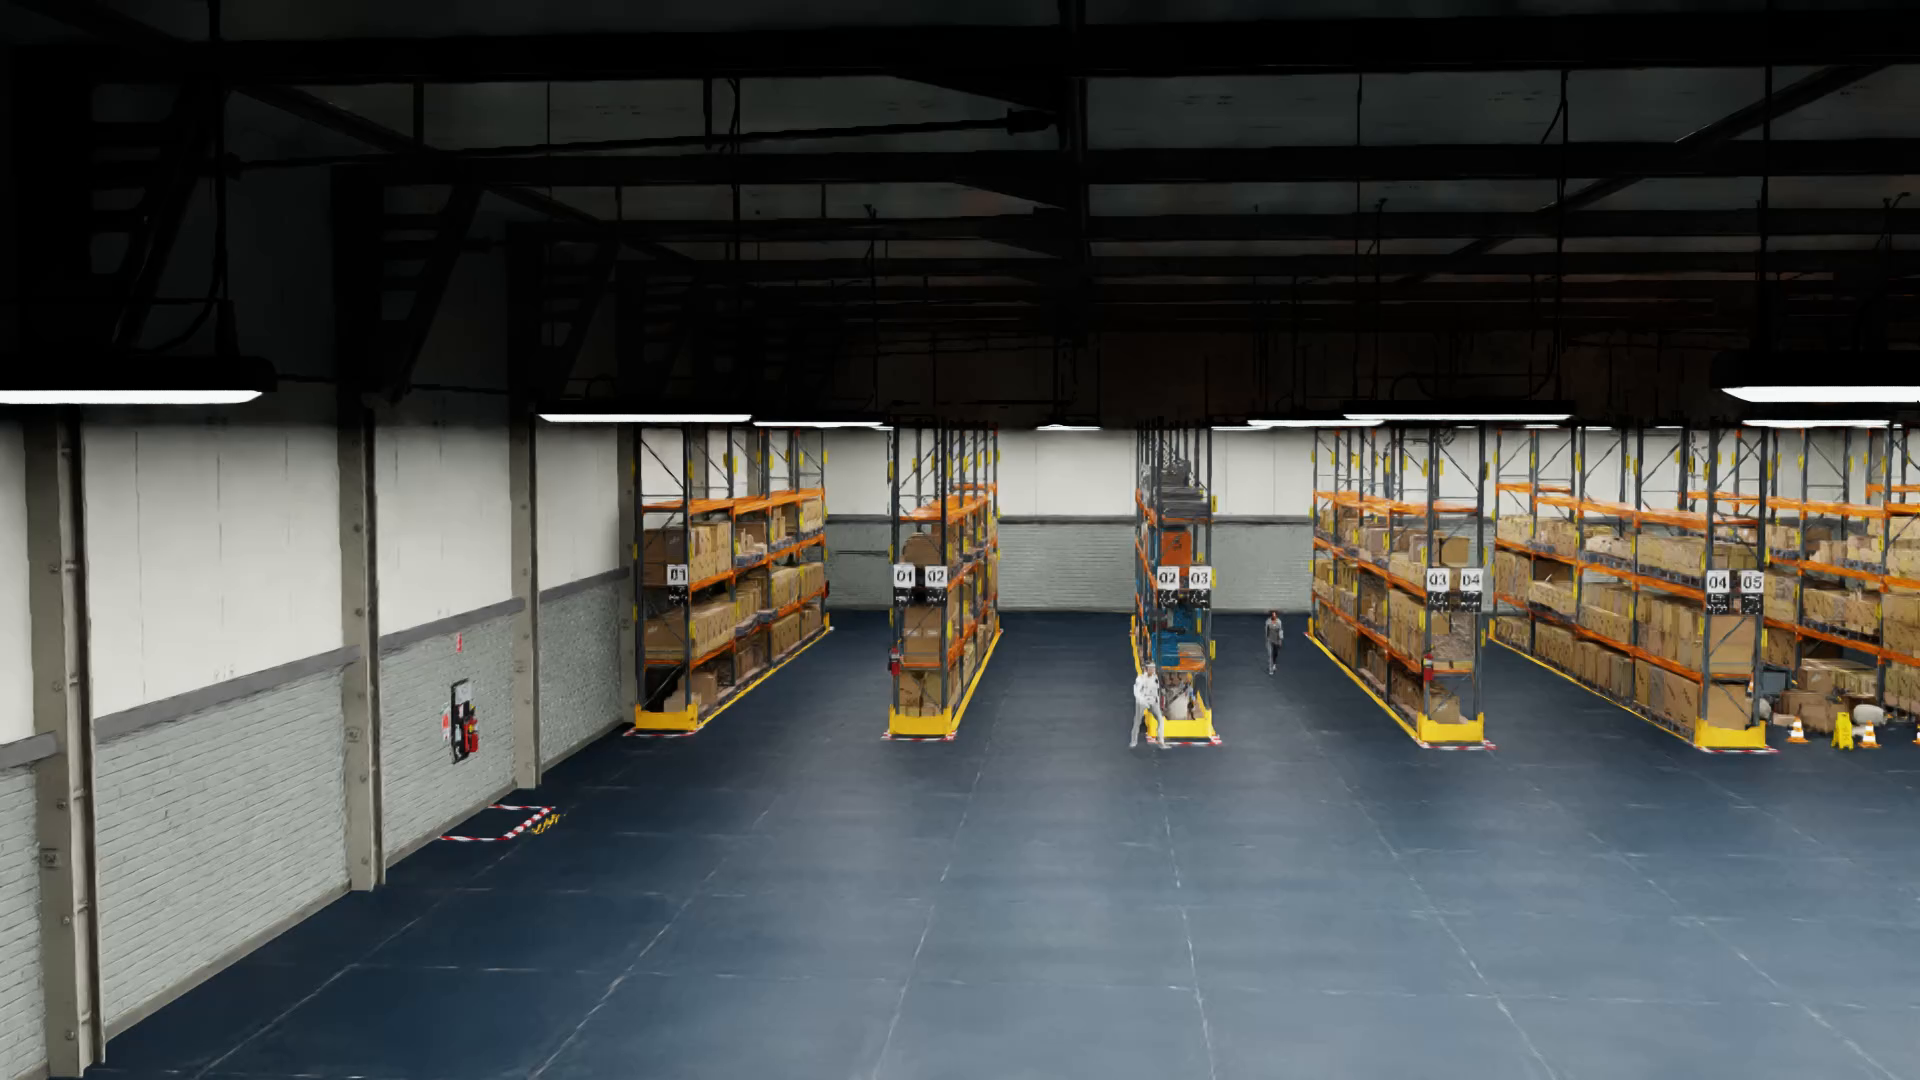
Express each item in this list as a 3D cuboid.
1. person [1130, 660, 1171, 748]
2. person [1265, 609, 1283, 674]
[{"bbox_3d":[3.389,2.954,30.008,0.640,1.613,0.771,-1,4,-15],"label":"person"},{"bbox_3d":[7.429,2.385,39.344,0.416,1.525,1.034,0,4,3],"label":"person"}]
